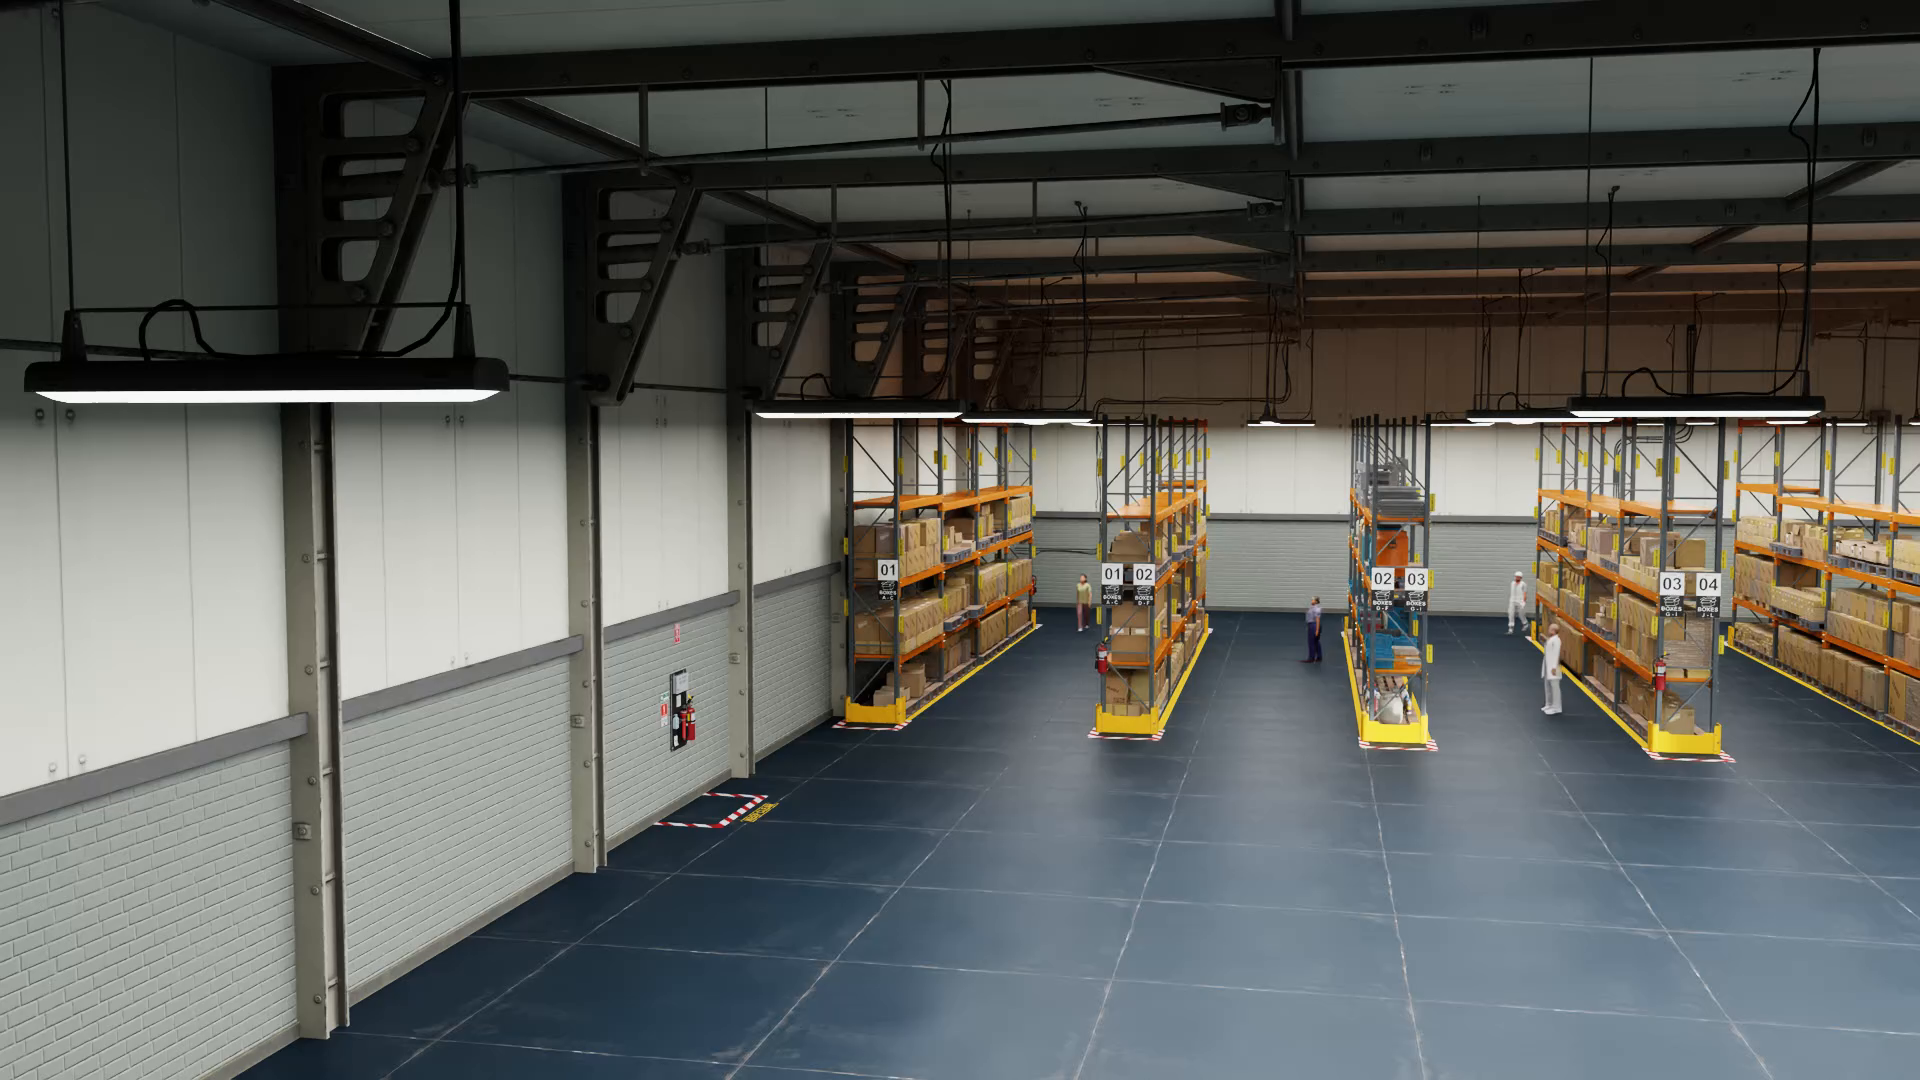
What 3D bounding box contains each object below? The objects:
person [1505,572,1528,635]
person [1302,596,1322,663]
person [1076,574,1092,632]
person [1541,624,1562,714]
[{"bbox_3d":[15.526,1.757,46.298,0.527,1.777,0.924,3,5,38],"label":"person"},{"bbox_3d":[8.670,2.183,40.873,0.477,1.641,0.485,1,4,15],"label":"person"},{"bbox_3d":[3.498,1.776,47.143,0.475,1.621,1.064,1,4,8],"label":"person"},{"bbox_3d":[11.959,2.592,33.663,0.459,1.788,0.583,-1,4,-8],"label":"person"}]
